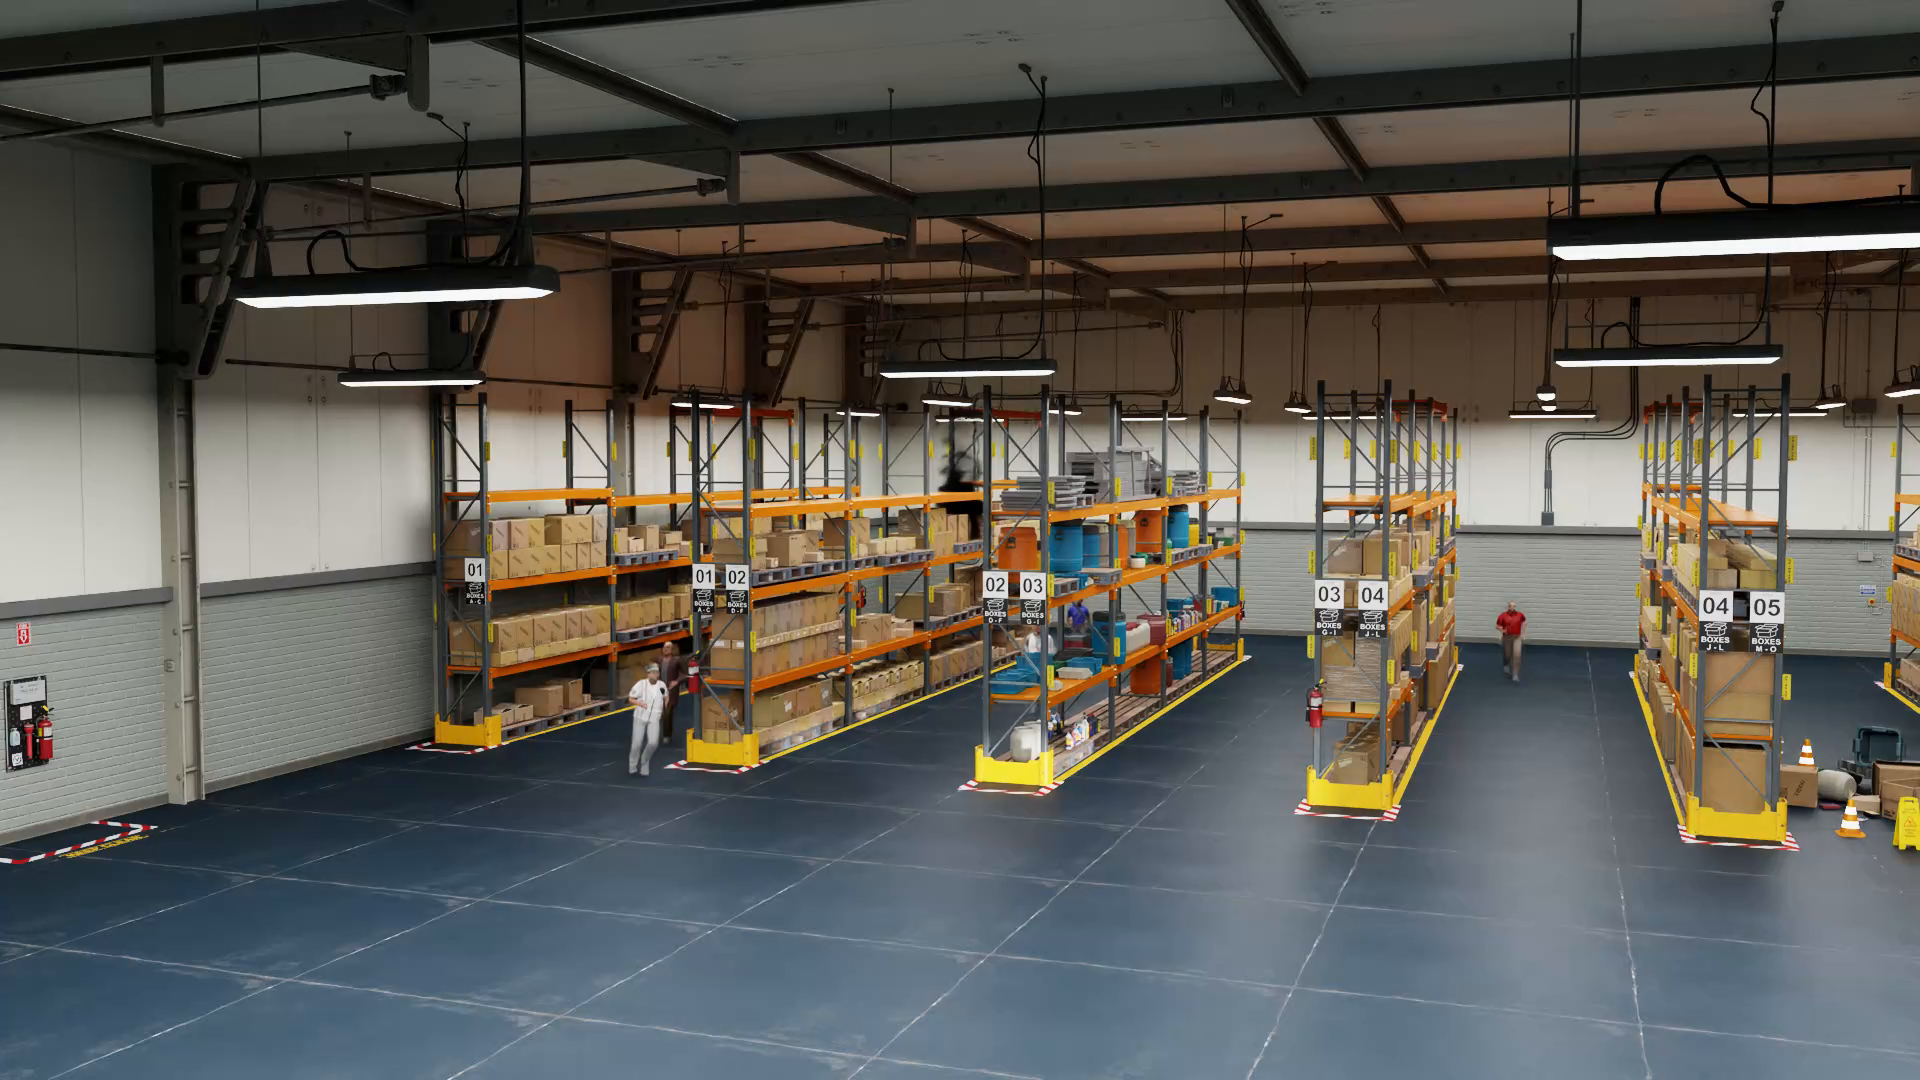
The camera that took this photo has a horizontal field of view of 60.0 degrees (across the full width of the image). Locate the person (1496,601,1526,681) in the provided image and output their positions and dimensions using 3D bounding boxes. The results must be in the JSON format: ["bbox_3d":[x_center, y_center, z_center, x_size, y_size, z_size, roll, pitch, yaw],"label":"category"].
[{"bbox_3d":[12.167,2.204,36.698,0.655,1.733,0.930,1,3,11],"label":"person"}]

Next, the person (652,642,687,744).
[{"bbox_3d":[-5.029,2.617,28.670,0.757,1.735,0.625,1,3,16],"label":"person"}]

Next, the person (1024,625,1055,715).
[{"bbox_3d":[1.511,2.419,31.920,0.625,1.833,0.767,0,3,8],"label":"person"}]

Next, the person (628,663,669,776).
[{"bbox_3d":[-4.788,2.781,25.724,0.666,1.766,0.653,-1,3,-20],"label":"person"}]

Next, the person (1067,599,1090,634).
[{"bbox_3d":[2.789,2.108,39.176,0.552,1.601,0.542,0,3,3],"label":"person"}]
